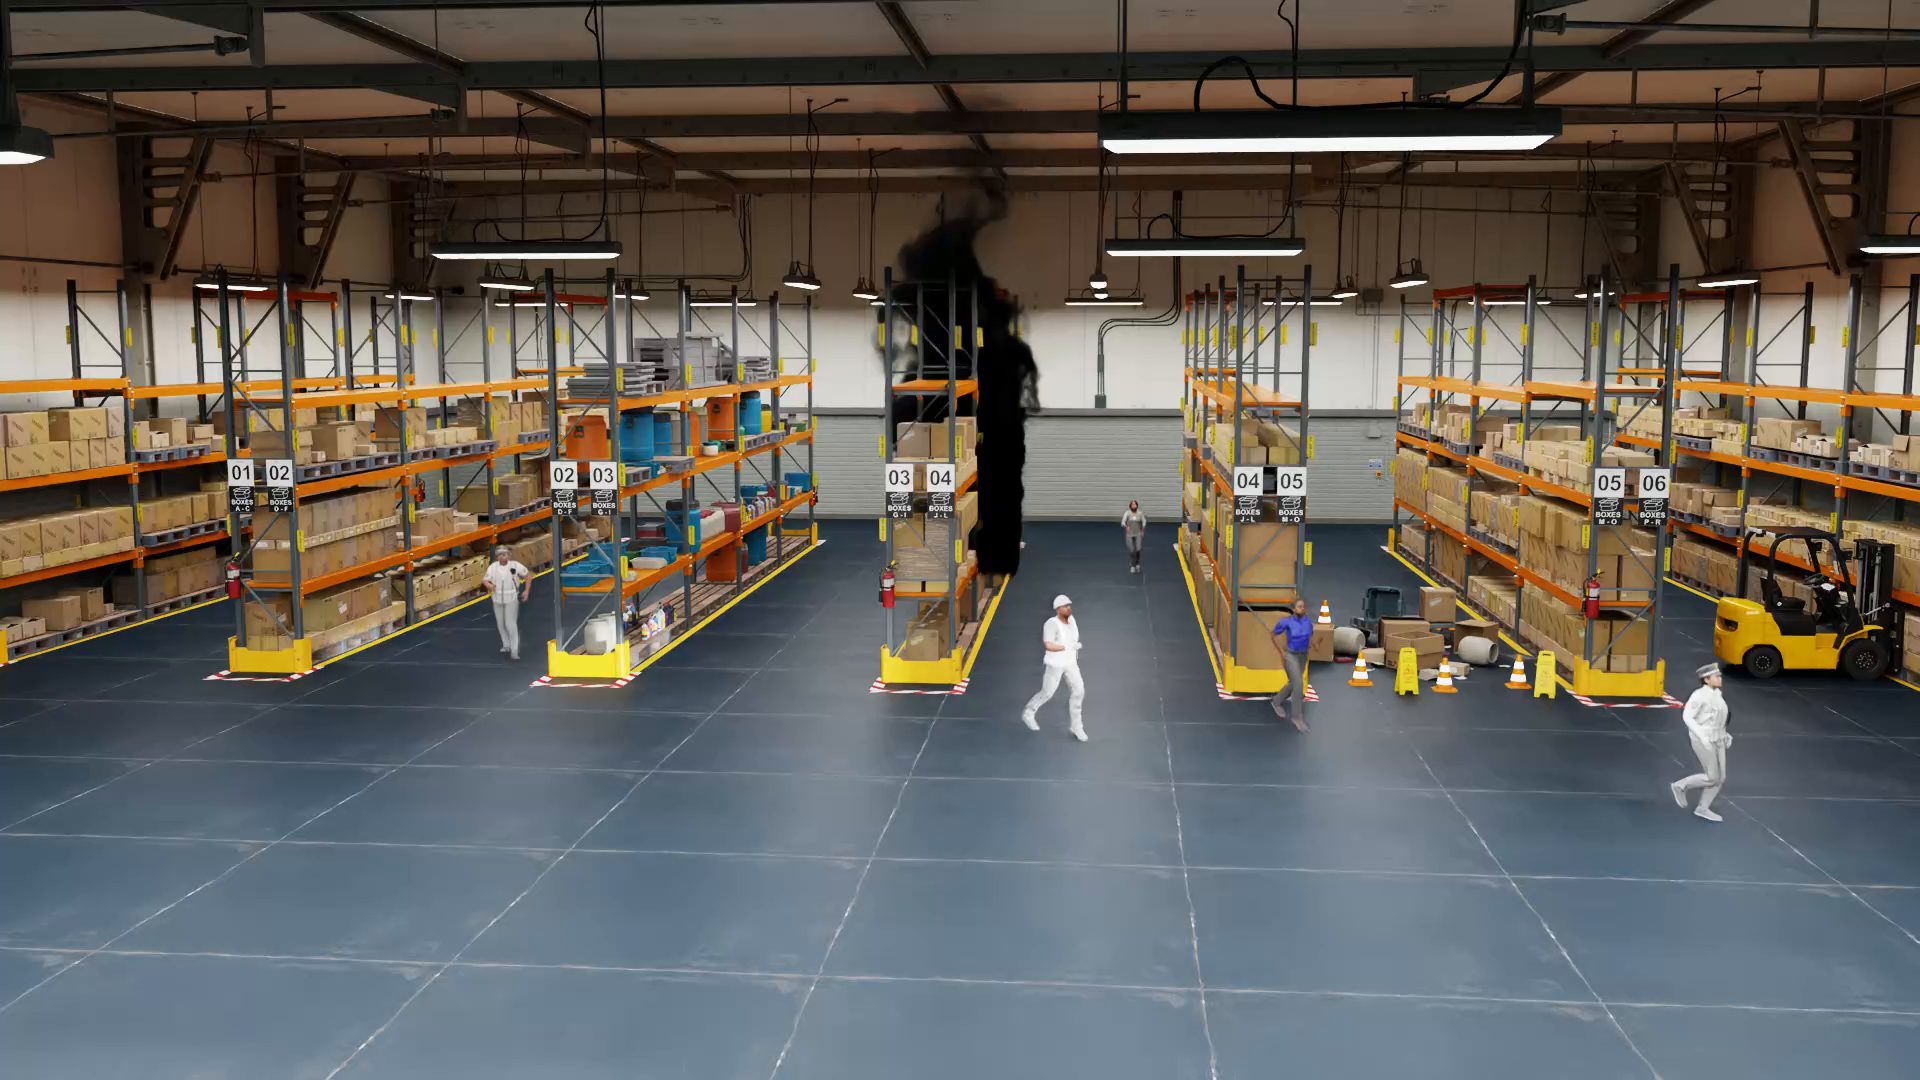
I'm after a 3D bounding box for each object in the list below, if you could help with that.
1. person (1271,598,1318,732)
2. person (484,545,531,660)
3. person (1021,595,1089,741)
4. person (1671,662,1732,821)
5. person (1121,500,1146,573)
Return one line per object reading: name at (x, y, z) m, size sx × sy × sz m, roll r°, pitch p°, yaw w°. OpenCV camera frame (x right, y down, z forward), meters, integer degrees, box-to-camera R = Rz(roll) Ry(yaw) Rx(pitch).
person at (4.318, 1.571, 21.555) m, size 0.576 × 1.693 × 0.815 m, roll -4°, pitch 8°, yaw -30°
person at (-7.103, 0.992, 26.051) m, size 0.685 × 1.867 × 0.765 m, roll 0°, pitch 7°, yaw 0°
person at (1.224, 1.587, 20.915) m, size 0.928 × 1.832 × 0.695 m, roll 7°, pitch 10°, yaw 43°
person at (7.754, 2.085, 17.387) m, size 0.610 × 1.659 × 0.519 m, roll -5°, pitch 9°, yaw -38°
person at (3.693, -0.076, 35.366) m, size 0.541 × 1.568 × 0.604 m, roll 0°, pitch 7°, yaw 4°
